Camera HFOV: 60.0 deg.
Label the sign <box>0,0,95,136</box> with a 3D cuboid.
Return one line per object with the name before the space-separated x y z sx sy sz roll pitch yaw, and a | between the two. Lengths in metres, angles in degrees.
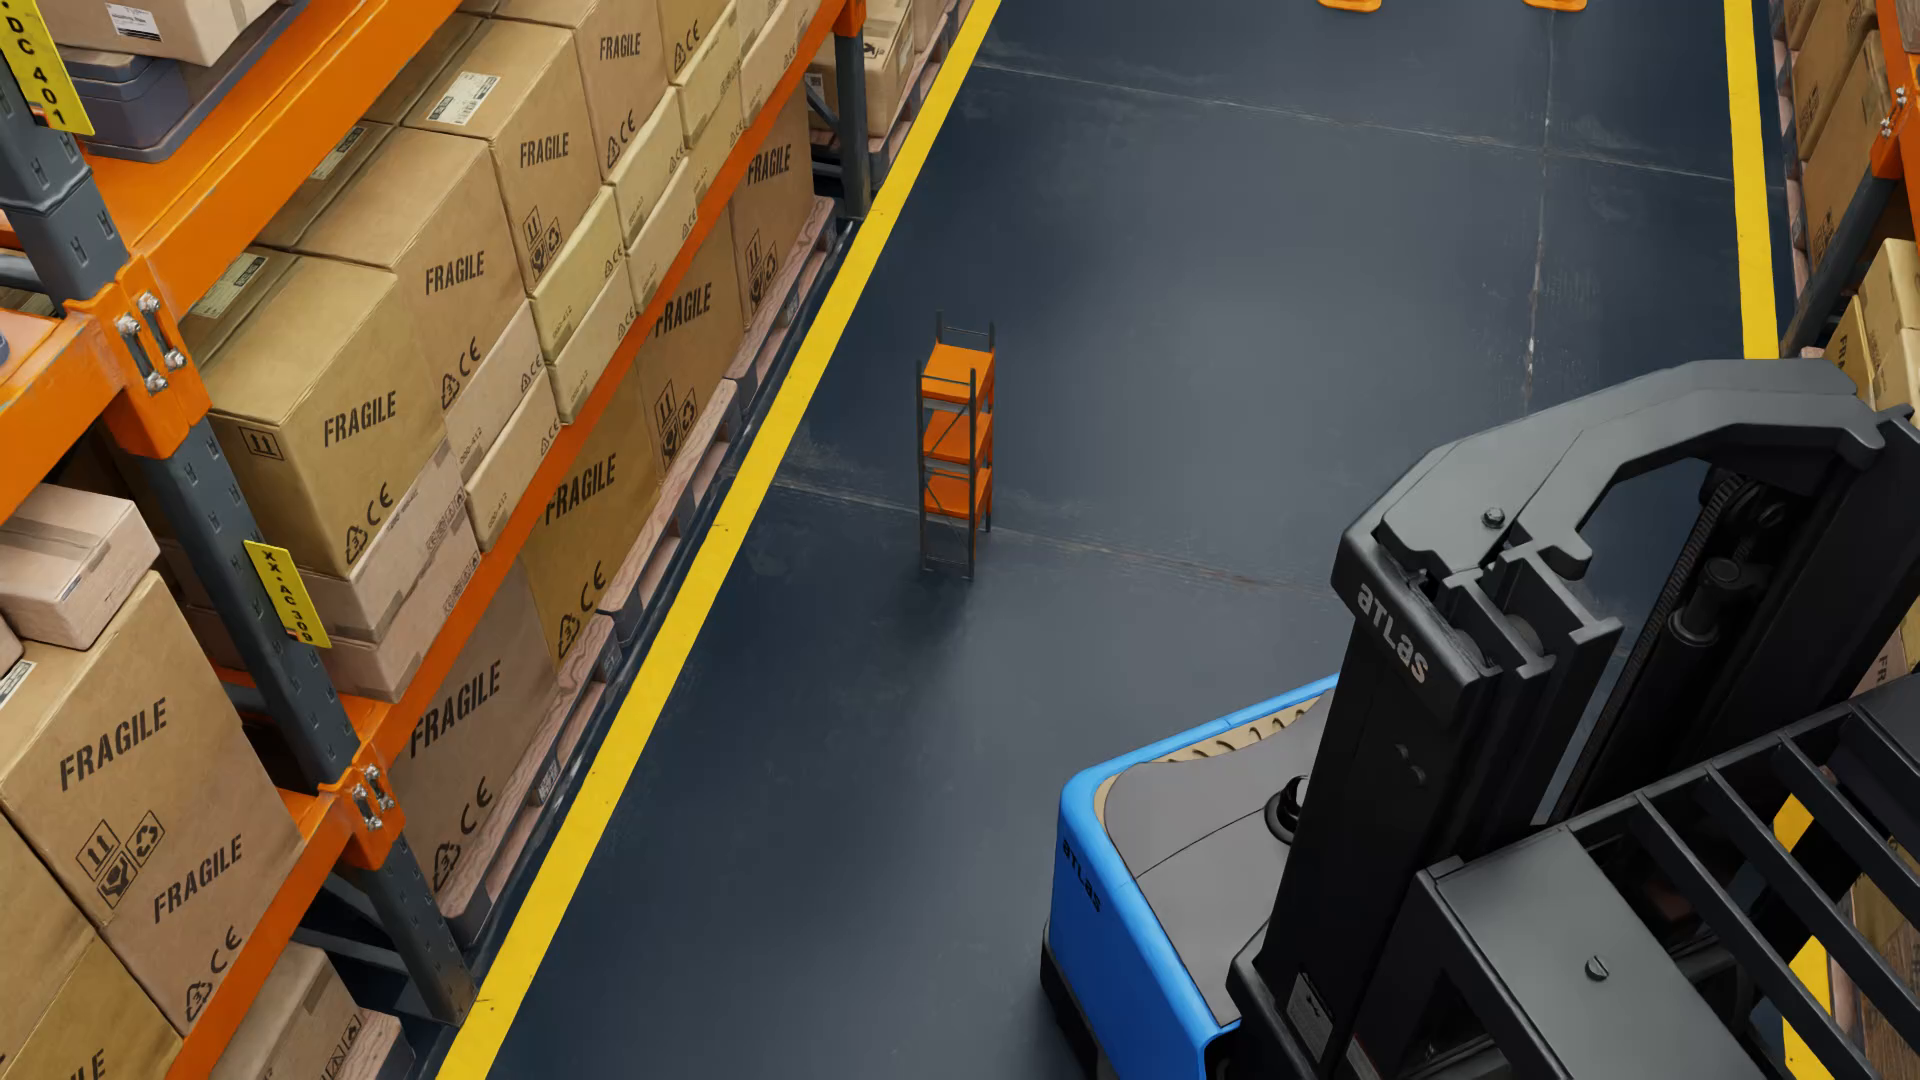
sign | -1.418 -0.758 2.520 0.100 0.325 0.005 12 50 10

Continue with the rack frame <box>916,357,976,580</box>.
rack frame | -0.046 -0.220 5.744 0.200 1.050 0.008 12 50 10

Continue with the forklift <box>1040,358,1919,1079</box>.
forklift | 1.301 1.222 3.216 1.130 2.935 3.031 -18 51 -16

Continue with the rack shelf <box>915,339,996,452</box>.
rack shelf | -0.014 -0.489 5.617 0.215 0.259 0.240 12 50 10

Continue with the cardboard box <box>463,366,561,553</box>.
cardboard box | -1.449 -0.268 4.586 0.500 0.250 0.500 10 49 9

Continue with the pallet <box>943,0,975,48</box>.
pallet | -0.371 -3.092 8.838 1.003 0.211 1.213 12 50 10

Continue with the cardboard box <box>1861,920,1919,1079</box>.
cardboard box | 2.800 1.330 4.463 0.500 0.500 0.500 11 49 9

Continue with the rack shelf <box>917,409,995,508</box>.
rack shelf | -0.014 -0.302 5.830 0.215 0.259 0.240 12 50 10

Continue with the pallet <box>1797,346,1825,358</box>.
pallet | 3.694 -0.179 6.267 1.003 0.211 1.213 12 50 10

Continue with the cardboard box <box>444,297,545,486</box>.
cardboard box | -1.456 -0.438 4.403 0.500 0.250 0.500 12 50 11

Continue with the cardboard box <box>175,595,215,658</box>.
cardboard box | -2.079 -0.002 4.351 0.500 0.250 0.500 10 49 9

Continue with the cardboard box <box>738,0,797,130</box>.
cardboard box | -0.903 -1.731 5.877 0.500 0.250 0.500 12 50 11

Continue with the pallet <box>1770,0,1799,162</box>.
pallet | 4.504 -2.179 8.032 1.003 0.211 1.213 12 50 10

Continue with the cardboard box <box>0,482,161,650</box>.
cardboard box | -1.728 0.030 3.057 0.380 0.149 0.250 11 49 9

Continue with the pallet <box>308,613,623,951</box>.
pallet | -1.824 0.673 5.516 1.003 0.211 1.213 12 50 10

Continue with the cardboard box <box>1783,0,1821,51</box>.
cardboard box | 4.620 -2.791 7.933 1.050 0.750 0.750 12 50 10

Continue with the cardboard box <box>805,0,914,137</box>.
cardboard box | -0.743 -2.246 7.705 0.950 0.372 0.625 9 49 7

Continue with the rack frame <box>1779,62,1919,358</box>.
rack frame | 3.901 -1.667 5.720 1.000 3.000 0.127 12 50 10

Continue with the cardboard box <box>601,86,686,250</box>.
cardboard box | -1.166 -1.164 5.043 0.500 0.250 0.500 10 49 9

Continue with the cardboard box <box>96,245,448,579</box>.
cardboard box | -1.561 -0.303 3.783 0.500 0.500 0.500 12 50 10

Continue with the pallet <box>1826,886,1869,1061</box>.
pallet | 3.052 1.586 4.709 1.003 0.211 1.213 12 50 10

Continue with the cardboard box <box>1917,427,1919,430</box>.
cardboard box | 3.210 -0.053 5.183 0.500 0.250 0.500 12 50 10

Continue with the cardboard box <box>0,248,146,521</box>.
cardboard box | -2.079 -0.414 3.881 0.500 0.500 0.500 13 50 11

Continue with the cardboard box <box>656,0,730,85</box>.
cardboard box | -1.049 -1.778 5.085 0.500 0.500 0.500 12 50 10

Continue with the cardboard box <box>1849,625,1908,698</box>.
cardboard box | 3.075 0.589 5.117 0.500 0.500 0.500 11 49 9

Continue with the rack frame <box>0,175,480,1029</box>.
rack frame | -1.954 0.323 3.964 1.000 3.000 0.127 12 50 10

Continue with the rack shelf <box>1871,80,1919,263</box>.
rack shelf | 3.375 0.018 4.713 1.077 0.370 4.000 12 50 10

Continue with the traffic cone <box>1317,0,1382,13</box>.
traffic cone | 2.064 -3.044 8.628 0.336 0.463 0.334 12 50 10

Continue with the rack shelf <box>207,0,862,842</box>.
rack shelf | -1.428 -0.886 5.511 1.077 0.370 4.000 12 50 10

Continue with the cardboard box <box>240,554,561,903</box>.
cardboard box | -1.868 0.423 5.013 0.875 0.875 0.875 13 50 11

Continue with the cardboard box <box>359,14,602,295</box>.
cardboard box | -1.319 -1.038 4.432 0.500 0.500 0.500 10 49 9

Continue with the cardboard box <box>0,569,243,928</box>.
cardboard box | -1.812 0.355 3.203 0.500 0.500 0.500 11 50 10

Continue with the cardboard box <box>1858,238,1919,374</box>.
cardboard box | 3.486 -0.776 5.821 0.500 0.250 0.500 10 49 8

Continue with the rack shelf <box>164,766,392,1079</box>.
rack shelf | -2.480 2.008 2.957 1.077 0.370 4.000 12 50 10

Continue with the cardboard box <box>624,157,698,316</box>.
cardboard box | -1.158 -0.996 5.228 0.500 0.250 0.500 11 49 9

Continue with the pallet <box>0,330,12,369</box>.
pallet | -2.179 -0.051 2.352 1.003 0.211 1.213 12 50 10

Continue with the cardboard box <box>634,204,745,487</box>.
cardboard box | -1.402 -0.879 6.162 0.875 0.875 0.875 12 50 10

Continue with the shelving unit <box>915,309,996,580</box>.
shelving unit | -0.014 -0.309 5.822 0.215 1.050 0.252 12 50 10

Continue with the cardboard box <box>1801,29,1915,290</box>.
cardboard box | 4.148 -1.484 6.779 1.050 0.750 0.750 11 49 10

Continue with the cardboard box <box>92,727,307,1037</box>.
cardboard box | -1.829 0.676 3.586 0.500 0.500 0.500 12 50 10

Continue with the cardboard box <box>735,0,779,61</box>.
cardboard box | -0.915 -1.914 5.705 0.500 0.250 0.500 10 49 9

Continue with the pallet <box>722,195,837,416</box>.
pallet | -1.181 -1.092 7.073 1.003 0.211 1.213 12 50 10

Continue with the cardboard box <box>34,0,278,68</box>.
cardboard box | -1.485 -1.057 2.991 0.396 0.266 0.258 11 50 10

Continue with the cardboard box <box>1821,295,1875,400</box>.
cardboard box | 3.469 -0.517 6.093 0.500 0.500 0.500 10 49 8
